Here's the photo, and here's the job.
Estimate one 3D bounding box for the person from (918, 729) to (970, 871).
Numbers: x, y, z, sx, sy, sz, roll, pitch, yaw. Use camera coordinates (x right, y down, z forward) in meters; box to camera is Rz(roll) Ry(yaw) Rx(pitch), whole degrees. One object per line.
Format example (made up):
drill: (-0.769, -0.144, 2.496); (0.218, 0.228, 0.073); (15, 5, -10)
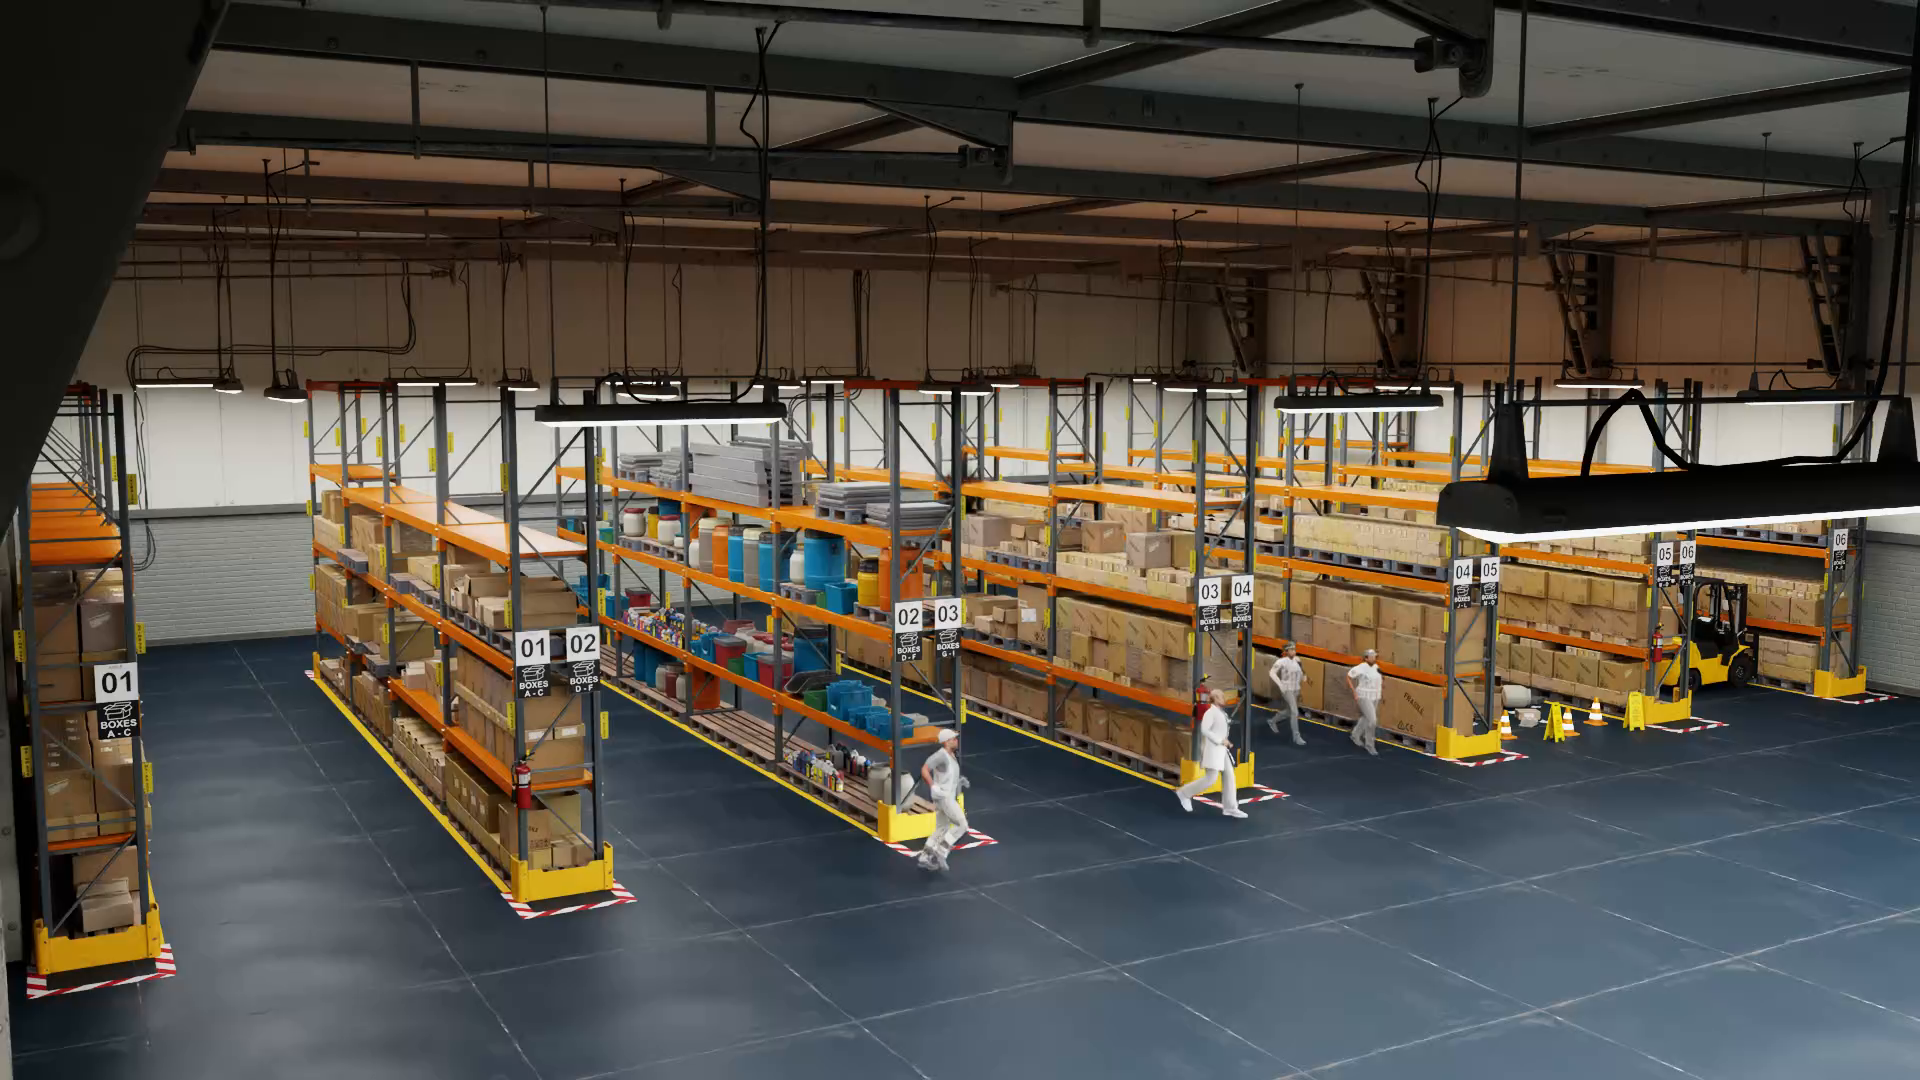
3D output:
person: (-0.189, 3.234, 20.876); (0.631, 1.727, 0.667); (1, 6, 7)

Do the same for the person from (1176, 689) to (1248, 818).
person: (3.616, 2.971, 23.370); (1.027, 1.733, 0.772); (3, 7, 27)

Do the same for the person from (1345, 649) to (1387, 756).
person: (6.640, 2.628, 27.129); (0.581, 1.730, 0.770); (-5, 8, -37)

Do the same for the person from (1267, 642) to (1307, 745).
person: (5.526, 2.531, 27.886); (0.603, 1.710, 0.824); (-4, 8, -36)
